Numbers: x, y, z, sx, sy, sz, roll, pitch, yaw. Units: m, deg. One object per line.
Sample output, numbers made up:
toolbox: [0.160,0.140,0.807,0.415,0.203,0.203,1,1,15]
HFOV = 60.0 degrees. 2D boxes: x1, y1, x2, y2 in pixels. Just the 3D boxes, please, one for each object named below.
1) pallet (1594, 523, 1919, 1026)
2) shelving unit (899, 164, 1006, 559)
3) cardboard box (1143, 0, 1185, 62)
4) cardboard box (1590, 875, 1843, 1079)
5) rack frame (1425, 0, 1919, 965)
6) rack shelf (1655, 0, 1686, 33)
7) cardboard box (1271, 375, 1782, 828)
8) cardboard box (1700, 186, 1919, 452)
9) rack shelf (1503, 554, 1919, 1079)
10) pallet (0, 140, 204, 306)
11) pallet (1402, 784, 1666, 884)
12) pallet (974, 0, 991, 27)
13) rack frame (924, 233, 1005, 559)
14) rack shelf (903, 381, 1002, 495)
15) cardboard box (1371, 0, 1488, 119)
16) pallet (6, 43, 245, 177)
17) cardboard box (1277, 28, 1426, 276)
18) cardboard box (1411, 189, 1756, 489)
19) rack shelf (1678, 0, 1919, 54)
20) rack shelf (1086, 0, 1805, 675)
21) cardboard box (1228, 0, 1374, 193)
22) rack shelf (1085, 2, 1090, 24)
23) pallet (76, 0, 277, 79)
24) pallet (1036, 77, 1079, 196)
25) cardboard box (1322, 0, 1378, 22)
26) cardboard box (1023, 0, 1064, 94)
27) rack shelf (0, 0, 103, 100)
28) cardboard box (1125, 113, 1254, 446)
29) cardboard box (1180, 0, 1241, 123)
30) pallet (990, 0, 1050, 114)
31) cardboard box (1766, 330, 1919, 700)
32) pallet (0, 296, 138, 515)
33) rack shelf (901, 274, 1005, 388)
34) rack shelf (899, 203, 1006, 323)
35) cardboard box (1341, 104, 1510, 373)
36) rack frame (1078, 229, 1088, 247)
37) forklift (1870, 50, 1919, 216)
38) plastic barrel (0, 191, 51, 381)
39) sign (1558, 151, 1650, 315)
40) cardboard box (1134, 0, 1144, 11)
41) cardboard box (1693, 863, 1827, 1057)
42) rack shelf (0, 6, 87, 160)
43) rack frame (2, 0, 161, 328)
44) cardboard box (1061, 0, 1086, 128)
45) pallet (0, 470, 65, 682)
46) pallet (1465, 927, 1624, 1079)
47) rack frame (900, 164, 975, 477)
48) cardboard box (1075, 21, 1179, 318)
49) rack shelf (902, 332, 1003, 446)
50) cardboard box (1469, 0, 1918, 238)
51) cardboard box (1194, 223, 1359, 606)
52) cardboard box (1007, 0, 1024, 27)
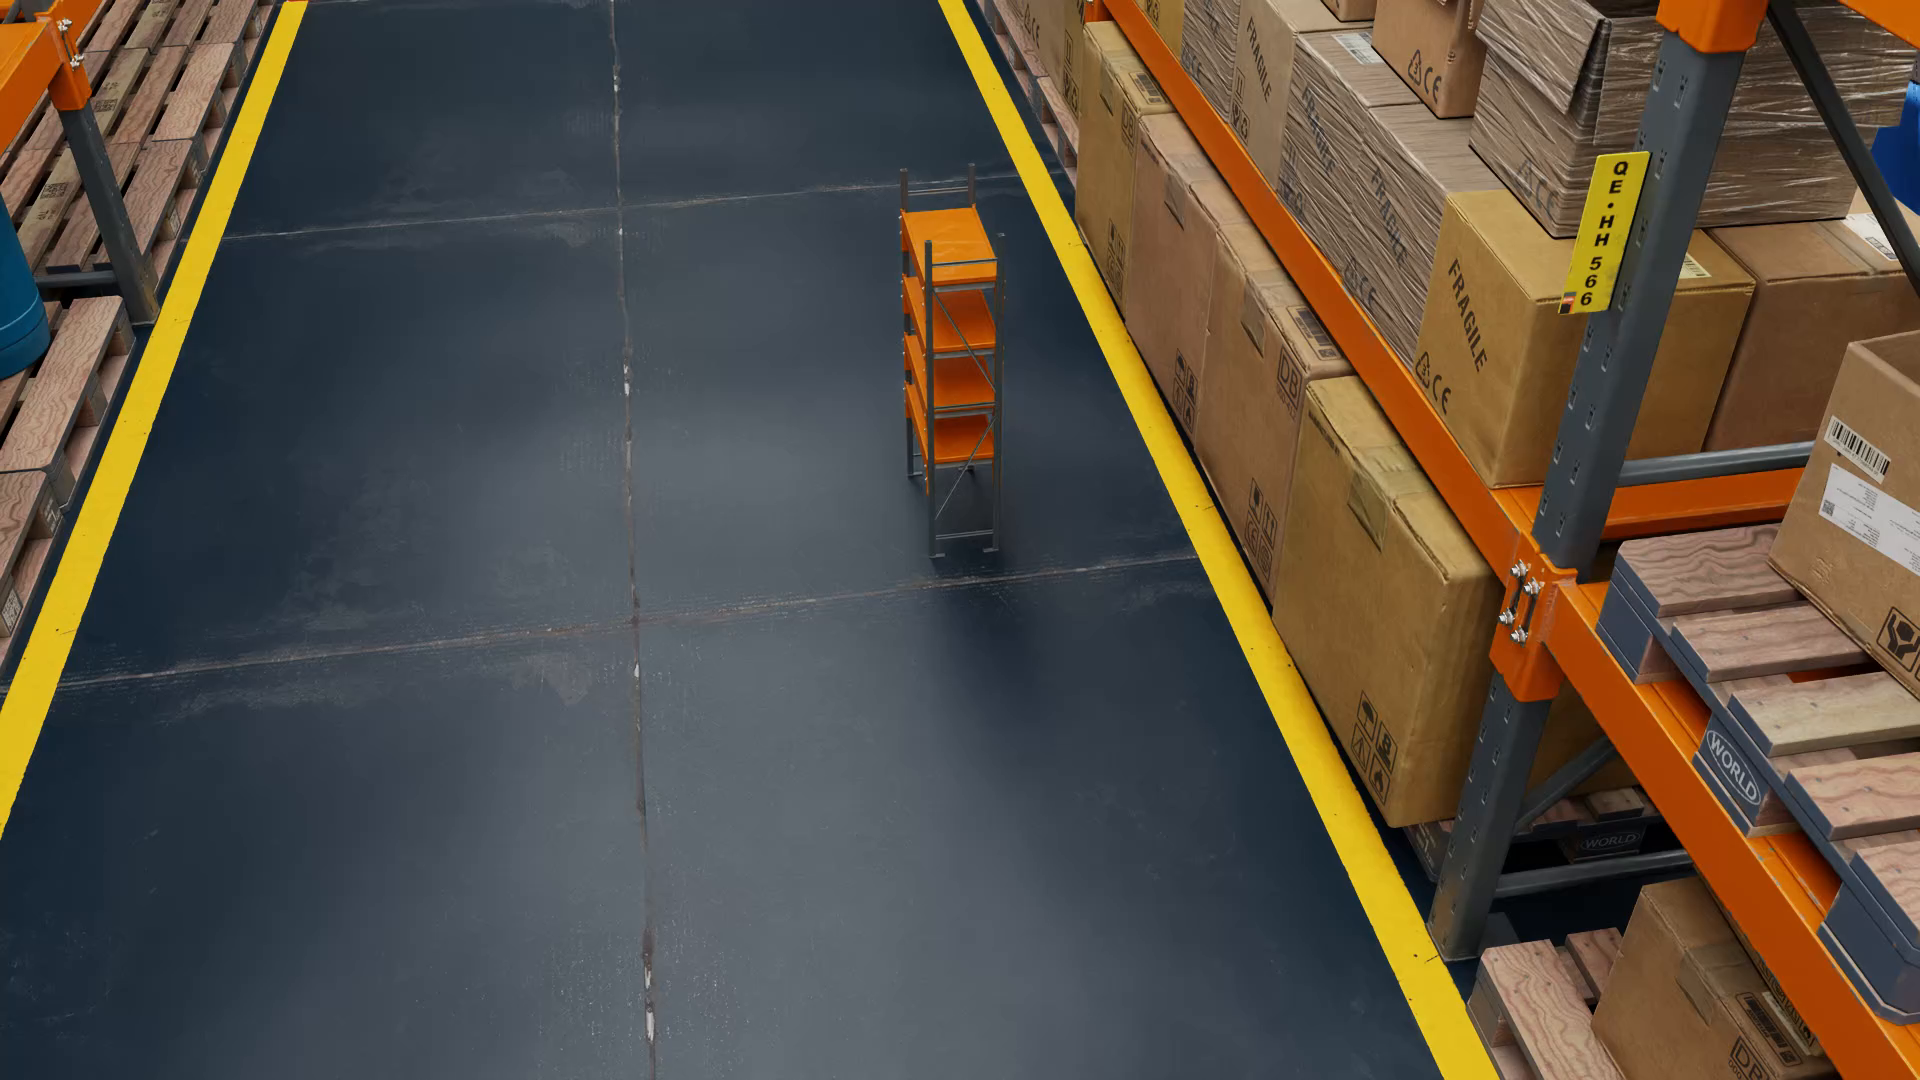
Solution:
pallet: [1.970,0.324,3.044,1.213,0.211,1.003,-6,38,-8]
shelving unit: [-0.029,-0.574,5.511,0.258,1.200,0.503,-6,38,-8]
cardboard box: [0.962,-2.017,5.820,0.500,0.500,0.500,-6,38,-8]
cardboard box: [1.877,1.046,3.638,0.700,0.500,0.500,-8,39,-10]
rack frame: [1.740,-0.170,3.524,1.000,3.000,0.127,-6,38,-8]
rack shelf: [1.389,-2.279,4.380,1.077,0.370,4.000,-6,38,-8]
cardboard box: [1.640,0.084,4.587,1.225,0.875,0.875,-8,39,-10]
cardboard box: [1.923,-0.533,3.909,0.500,0.500,0.500,-5,38,-7]
rack shelf: [2.091,1.322,2.190,1.077,0.370,4.000,-6,38,-8]
pallet: [-4.005,-1.392,7.370,1.003,0.211,1.213,-6,38,-8]
pallet: [1.676,0.447,5.003,1.003,0.211,1.213,-6,38,-8]
pallet: [0.555,-3.427,9.989,1.003,0.211,1.213,-6,38,-8]
rack frame: [0.014,-0.426,5.321,0.240,1.200,0.015,-6,38,-8]
rack shelf: [-0.029,-0.364,5.674,0.258,0.148,0.480,-6,38,-8]
cardboard box: [1.516,-1.443,4.263,0.797,0.503,0.637,-5,38,-7]
pallet: [-4.222,-2.131,8.321,1.003,0.211,1.213,-6,38,-8]
cardboard box: [1.234,-1.096,4.635,0.500,0.500,0.500,-7,38,-9]
cardboard box: [1.410,-0.481,3.843,0.500,0.500,0.500,-5,38,-7]
rack shelf: [2.091,0.137,1.270,1.077,0.370,4.000,-6,38,-8]
rack shelf: [1.389,-1.094,5.300,1.077,0.370,4.000,-6,38,-8]
cardboard box: [1.145,-1.404,5.030,0.500,0.500,0.500,-6,38,-7]
rack shelf: [0.688,-3.510,8.410,1.077,0.370,4.000,-6,38,-8]
pallet: [-4.432,-2.866,9.267,1.003,0.211,1.213,-6,38,-8]
pallet: [0.982,-1.953,8.092,1.003,0.211,1.213,-6,38,-8]
cardboard box: [1.392,-1.848,4.784,0.797,0.503,0.637,-5,38,-6]
cardboard box: [0.844,-2.864,8.381,0.875,0.875,0.875,-6,38,-8]
rack shelf: [-4.188,-2.977,7.724,1.077,0.370,4.000,-6,38,-8]
cardboard box: [1.328,-0.989,5.968,1.225,0.875,0.875,-7,38,-10]
cardboard box: [1.050,-1.715,5.431,0.500,0.500,0.500,-7,38,-9]
pallet: [0.765,-2.691,9.042,1.003,0.211,1.213,-6,38,-8]
cardboard box: [1.874,-0.054,2.950,0.500,0.500,0.500,-11,39,-14]
pallet: [-3.743,-0.482,6.198,1.003,0.211,1.213,-6,38,-8]
rack shelf: [-0.029,-0.697,5.415,0.258,0.148,0.480,-6,38,-8]
rack shelf: [-0.029,-0.884,5.270,0.258,0.148,0.480,-6,38,-8]
cardboard box: [1.328,-0.783,4.231,0.500,0.500,0.500,-7,38,-8]
rack frame: [1.039,-2.586,6.634,1.000,3.000,0.127,-6,38,-8]
forklift: [4.275,-1.657,5.494,1.130,2.935,3.031,-14,40,-17]
plastic barrel: [-3.759,-1.060,6.038,0.600,0.901,0.708,-6,38,-8]
sign: [1.194,-0.566,3.090,0.100,0.325,0.005,-6,38,-8]
cardboard box: [0.873,-2.321,6.211,0.500,0.500,0.500,-6,38,-8]
cardboard box: [1.887,0.748,3.409,0.500,0.250,0.500,-5,38,-6]
rack shelf: [-3.487,-0.561,4.614,1.077,0.370,4.000,-6,38,-8]
rack frame: [-3.838,-2.054,5.948,1.000,3.000,0.127,-6,38,-8]
cardboard box: [1.002,-2.320,7.681,0.875,0.875,0.875,-6,38,-8]
pallet: [-3.526,0.257,5.248,1.003,0.211,1.213,-6,38,-8]
pallet: [1.876,1.403,3.772,1.003,0.211,1.213,-6,38,-8]
rack frame: [-0.072,-0.721,5.700,0.240,1.200,0.015,-6,38,-8]
cardboard box: [1.171,-1.529,6.662,1.225,0.875,0.875,-6,38,-8]
rack shelf: [-0.029,-0.521,5.552,0.258,0.148,0.480,-6,38,-8]
cardboard box: [1.628,-1.049,3.756,0.797,0.503,0.637,-5,38,-6]
cardboard box: [1.491,-0.455,5.281,1.225,0.875,0.875,-6,38,-8]
cardboard box: [0.688,-3.401,9.073,0.875,0.875,0.875,-6,38,-8]
